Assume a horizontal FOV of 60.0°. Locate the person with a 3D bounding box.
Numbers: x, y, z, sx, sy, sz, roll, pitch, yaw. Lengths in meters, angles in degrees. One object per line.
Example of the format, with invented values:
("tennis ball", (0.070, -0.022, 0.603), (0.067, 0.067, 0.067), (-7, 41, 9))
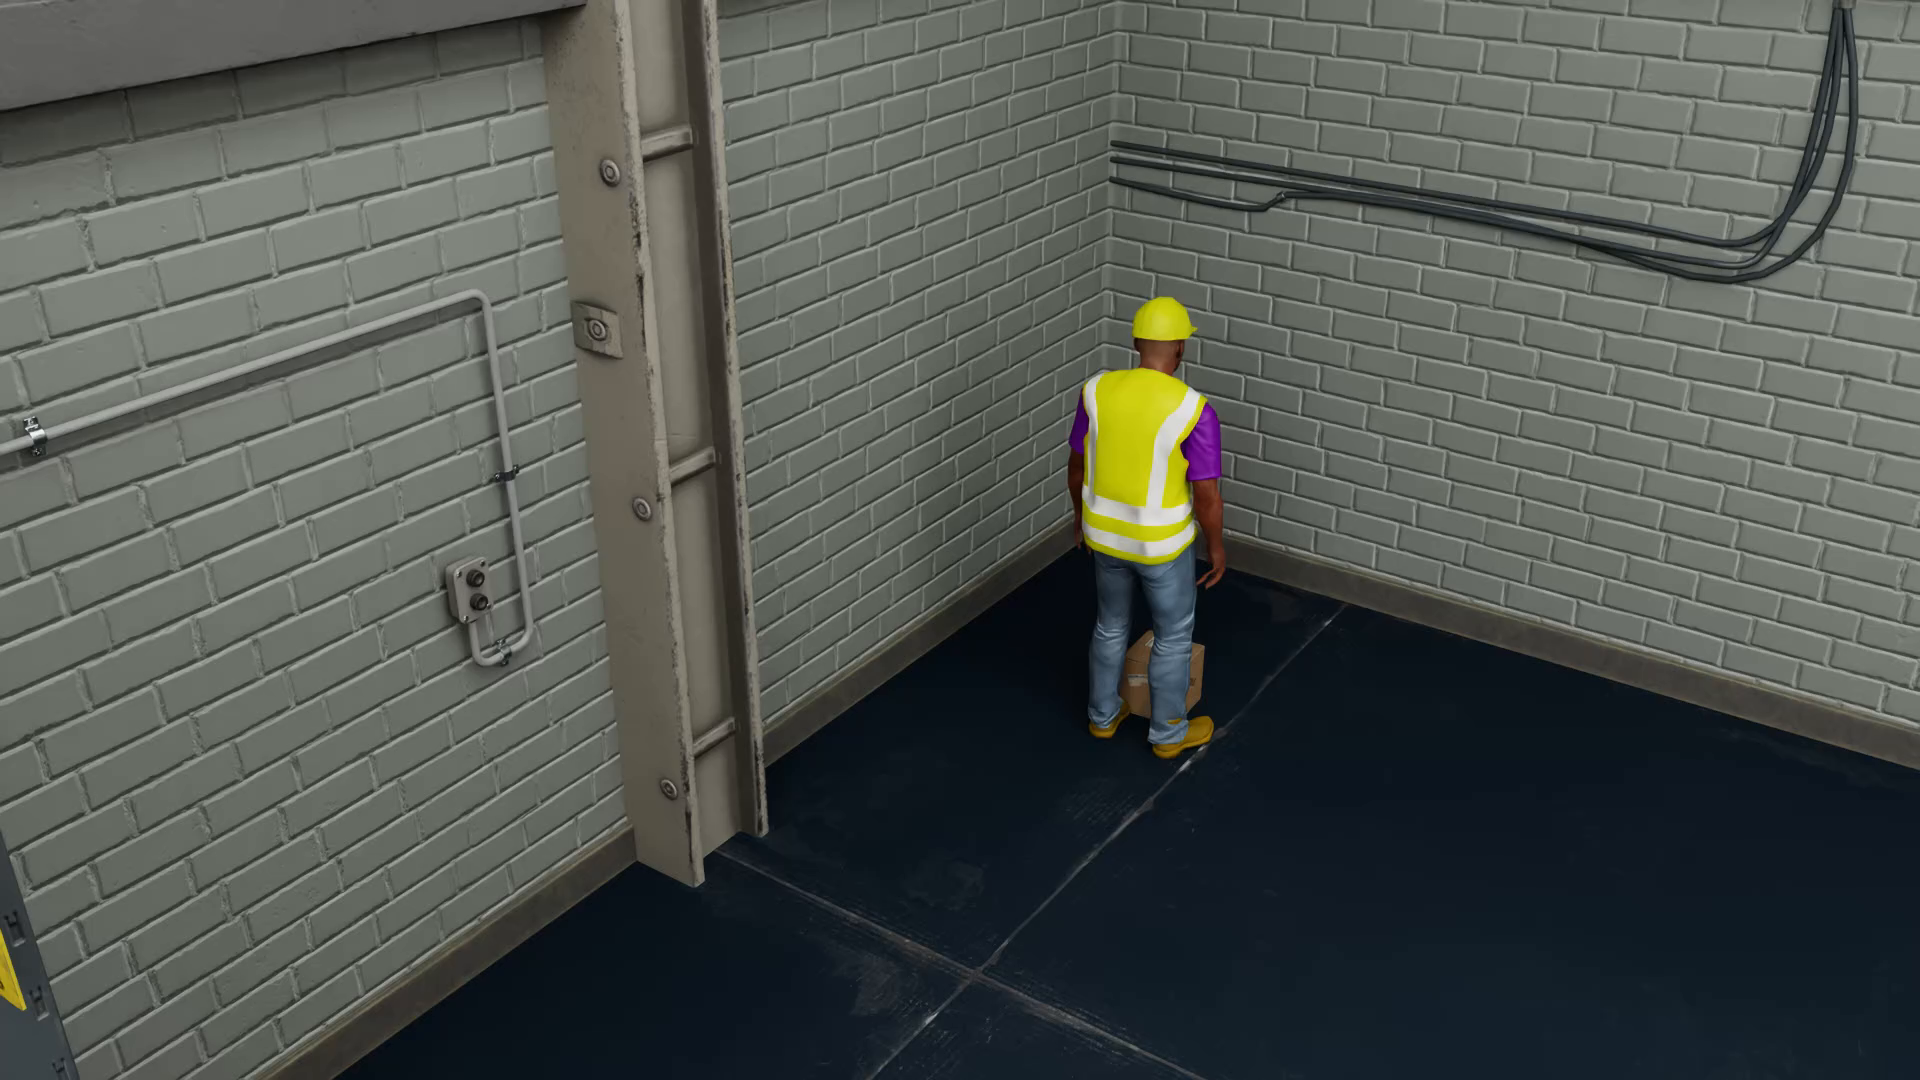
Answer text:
("person", (0.694, -0.035, 6.165), (0.628, 1.761, 0.462), (17, 31, 30))
